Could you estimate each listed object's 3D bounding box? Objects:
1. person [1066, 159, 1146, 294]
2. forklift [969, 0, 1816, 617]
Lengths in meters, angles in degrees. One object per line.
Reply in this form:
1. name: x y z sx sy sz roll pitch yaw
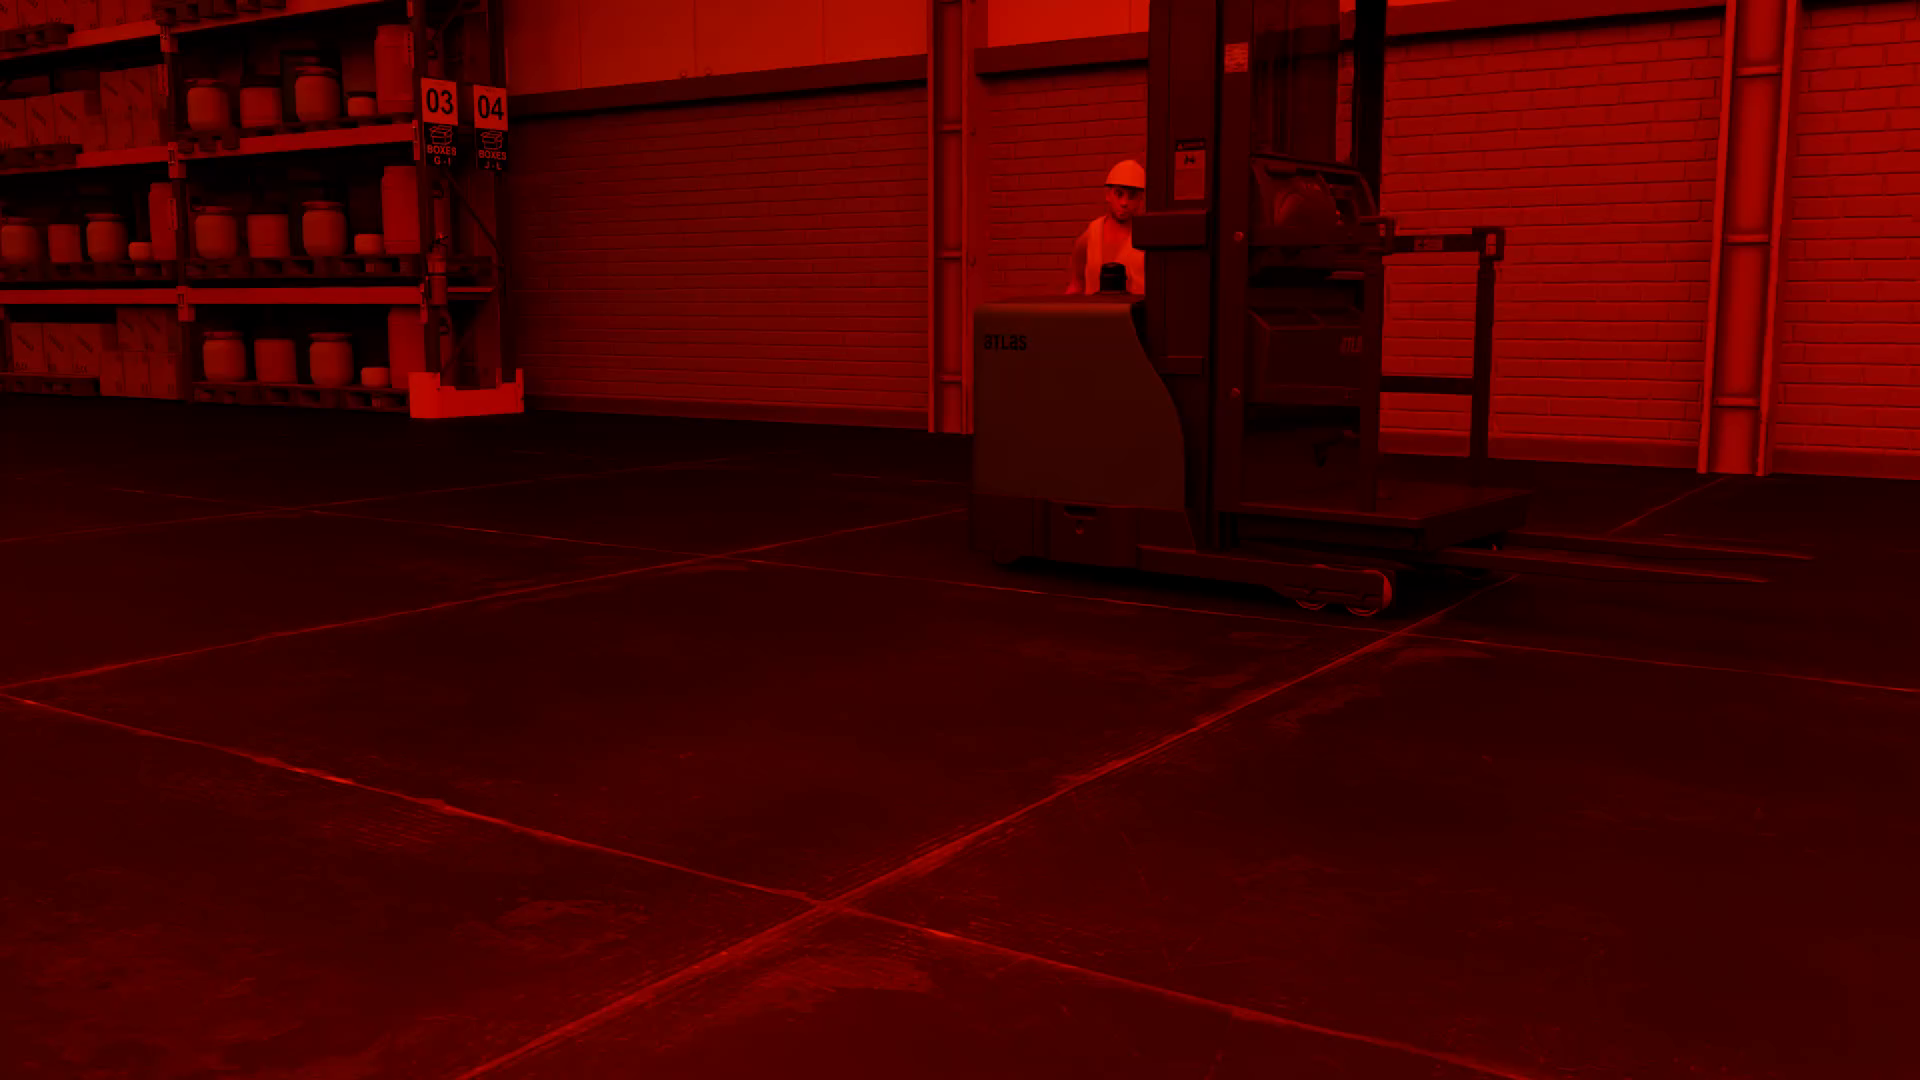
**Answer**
1. person: 0.783 -0.927 7.993 0.879 1.749 0.454 5 10 31
2. forklift: 1.502 -1.269 6.119 3.031 2.935 1.130 6 10 38
